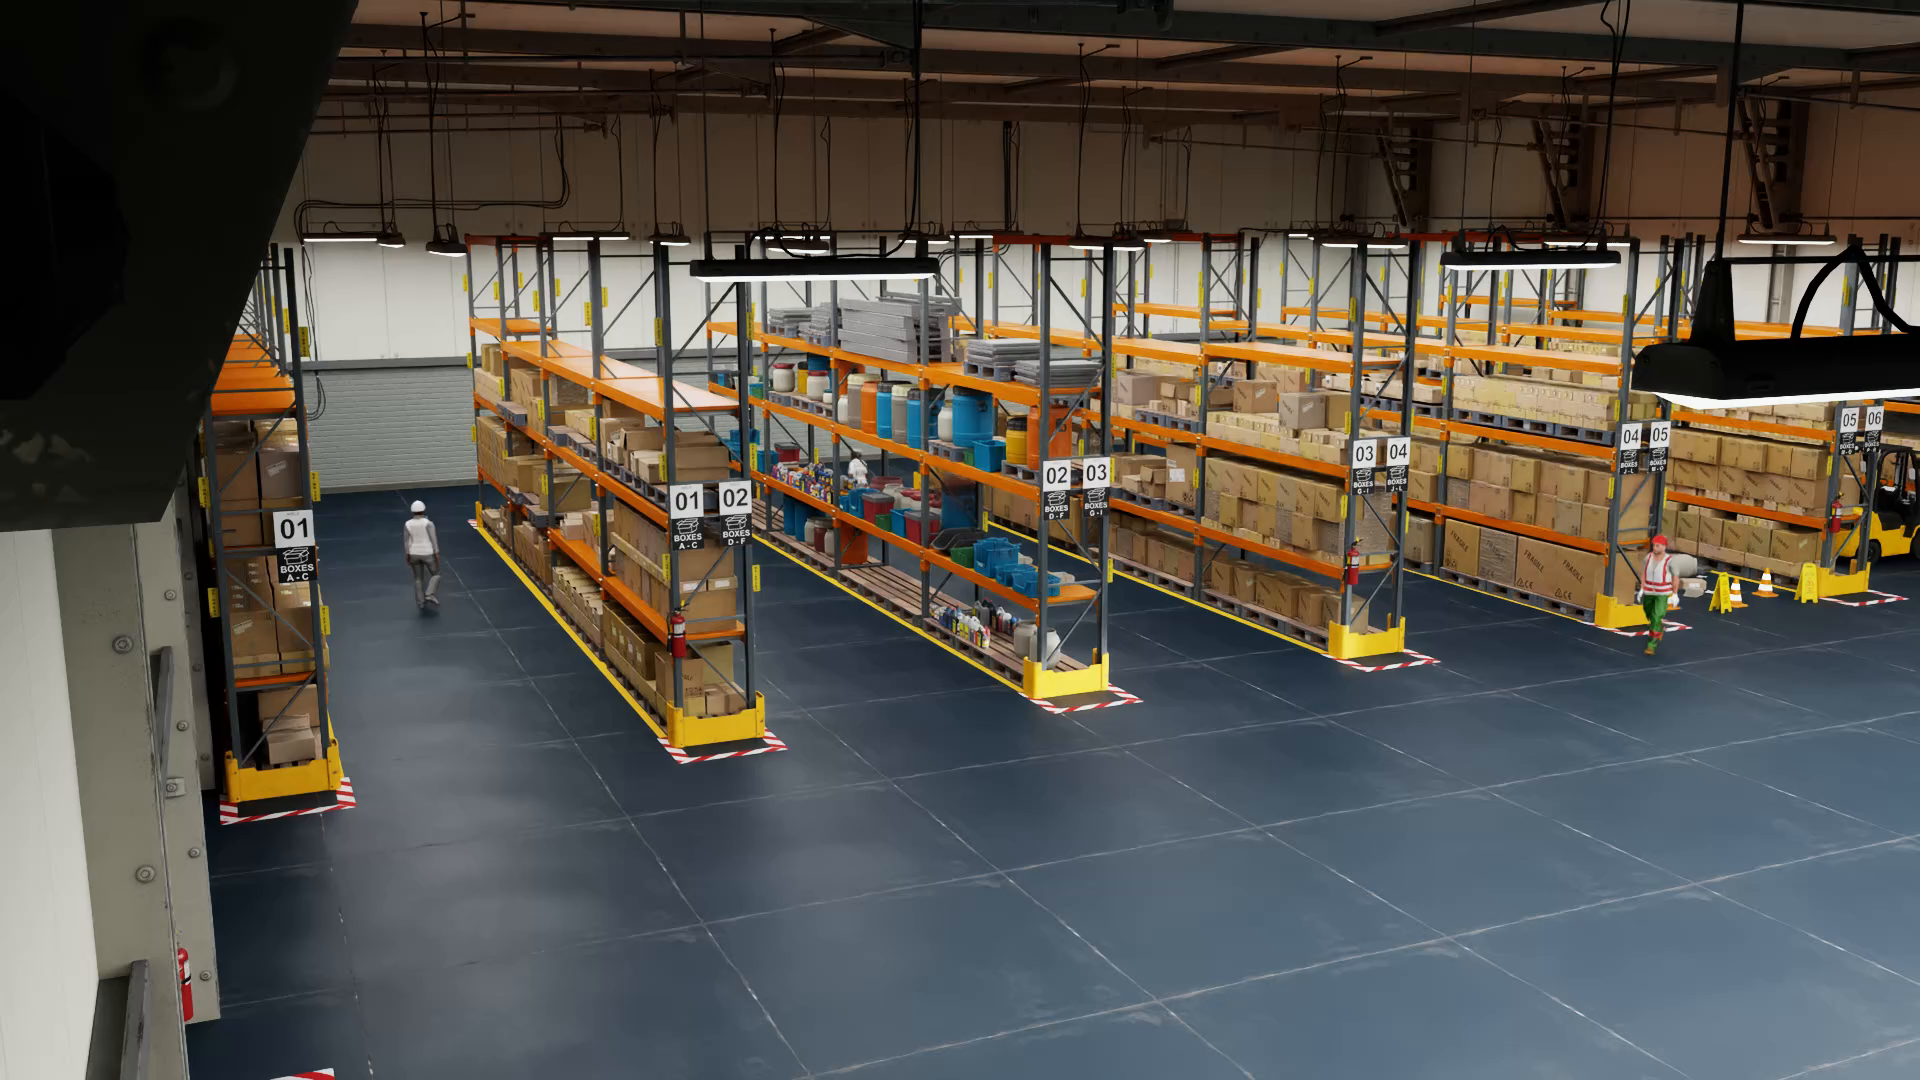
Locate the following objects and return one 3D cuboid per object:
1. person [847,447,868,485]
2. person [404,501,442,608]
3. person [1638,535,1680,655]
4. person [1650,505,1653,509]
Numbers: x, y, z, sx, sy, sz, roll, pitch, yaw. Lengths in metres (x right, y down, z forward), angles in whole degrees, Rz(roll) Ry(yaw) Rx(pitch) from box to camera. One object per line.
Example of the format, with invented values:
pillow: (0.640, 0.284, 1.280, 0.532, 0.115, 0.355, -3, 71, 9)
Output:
person: (-2.047, -1.068, 34.322, 0.502, 1.648, 0.628, -10, 15, -42)
person: (-8.820, 0.243, 27.233, 0.567, 1.776, 0.479, 1, 11, 5)
person: (10.296, 0.782, 24.486, 0.550, 1.749, 1.051, 9, 14, 40)
person: (15.202, -1.509, 36.203, 0.584, 1.770, 0.591, -10, 15, -43)
